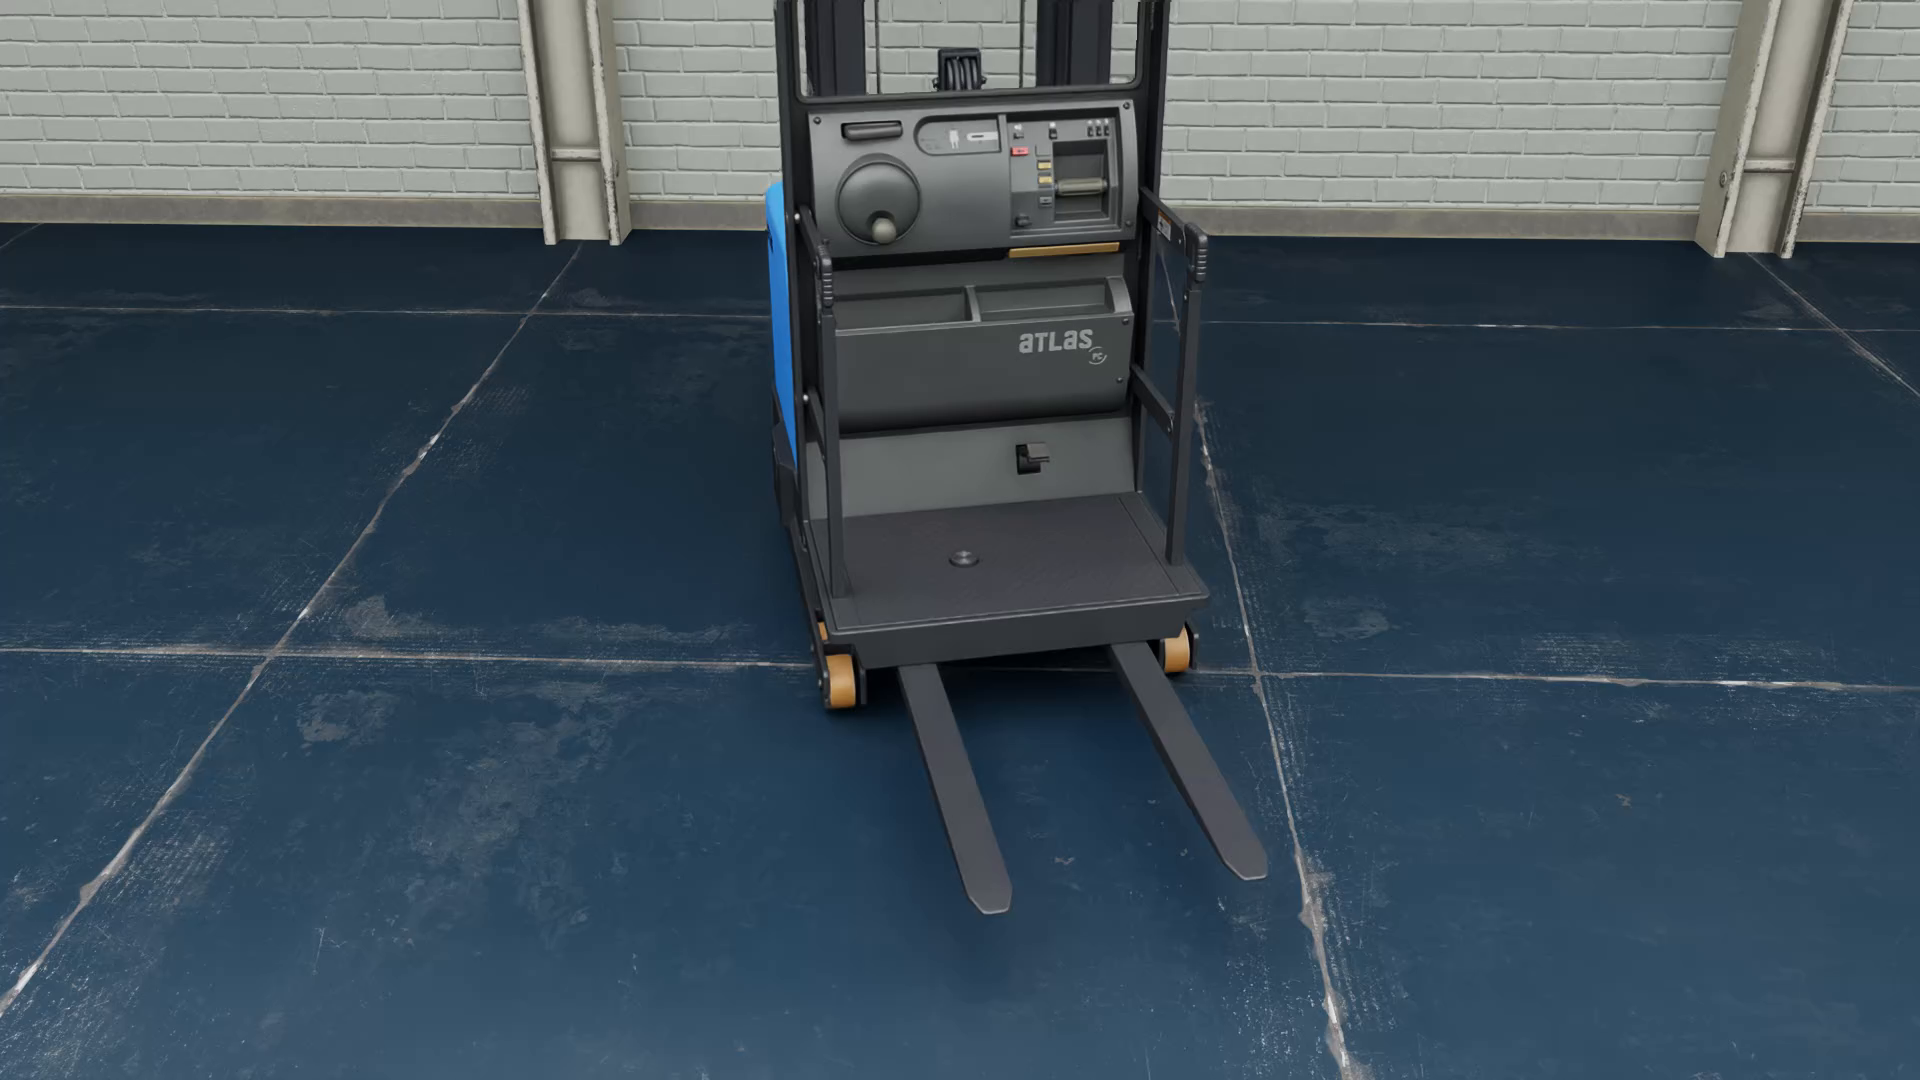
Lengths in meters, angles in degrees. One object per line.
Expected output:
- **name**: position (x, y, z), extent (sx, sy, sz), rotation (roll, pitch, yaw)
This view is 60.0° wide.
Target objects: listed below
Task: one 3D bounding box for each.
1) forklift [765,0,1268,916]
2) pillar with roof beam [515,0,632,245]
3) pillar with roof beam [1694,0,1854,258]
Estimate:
- **forklift**: position (0.088, -0.990, 4.489), extent (1.130, 2.935, 3.031), rotation (-5, 28, -10)
- **pillar with roof beam**: position (-2.110, -3.569, 2.874), extent (0.400, 9.000, 9.100), rotation (1, 28, 2)
- **pillar with roof beam**: position (3.887, -3.469, 2.687), extent (0.400, 9.000, 9.100), rotation (1, 28, 2)
